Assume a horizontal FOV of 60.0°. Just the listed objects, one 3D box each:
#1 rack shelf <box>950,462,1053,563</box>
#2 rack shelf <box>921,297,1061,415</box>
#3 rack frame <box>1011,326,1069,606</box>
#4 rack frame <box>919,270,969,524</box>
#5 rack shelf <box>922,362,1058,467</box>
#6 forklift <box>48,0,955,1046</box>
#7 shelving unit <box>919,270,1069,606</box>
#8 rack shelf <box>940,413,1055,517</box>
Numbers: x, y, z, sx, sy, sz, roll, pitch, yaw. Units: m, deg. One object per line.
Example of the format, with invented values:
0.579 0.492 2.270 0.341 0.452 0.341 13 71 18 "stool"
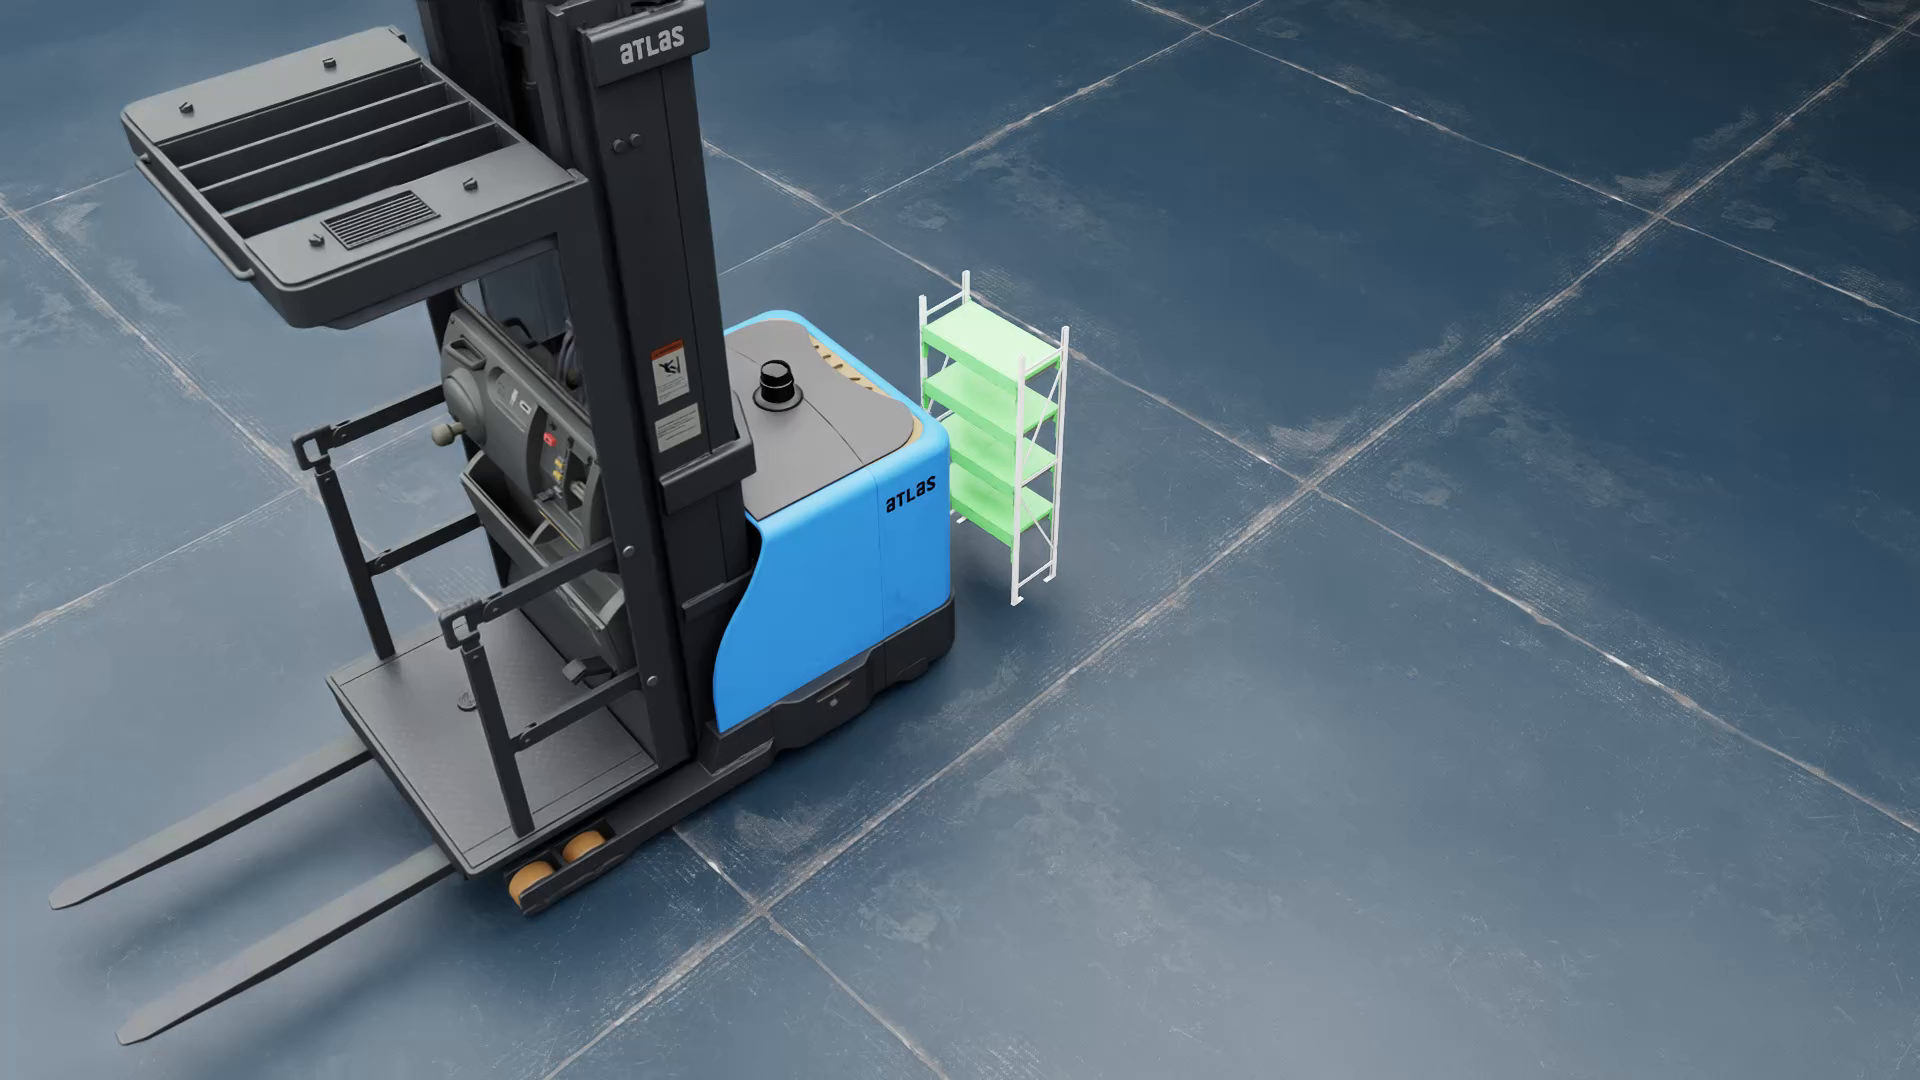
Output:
0.117 -0.138 6.463 0.258 0.148 0.480 -34 53 -31 "rack shelf"
0.117 -0.667 5.974 0.258 0.148 0.480 -34 53 -31 "rack shelf"
0.289 -0.244 6.130 0.240 1.200 0.015 -34 53 -31 "rack frame"
-0.055 -0.478 6.384 0.240 1.200 0.015 -34 53 -31 "rack frame"
0.117 -0.490 6.137 0.258 0.148 0.480 -34 53 -31 "rack shelf"
-1.479 -0.270 4.883 3.031 2.935 1.130 -29 50 -28 "forklift"
0.117 -0.361 6.257 0.258 1.200 0.503 -34 53 -31 "shelving unit"
0.117 -0.314 6.300 0.258 0.148 0.480 -34 53 -31 "rack shelf"
